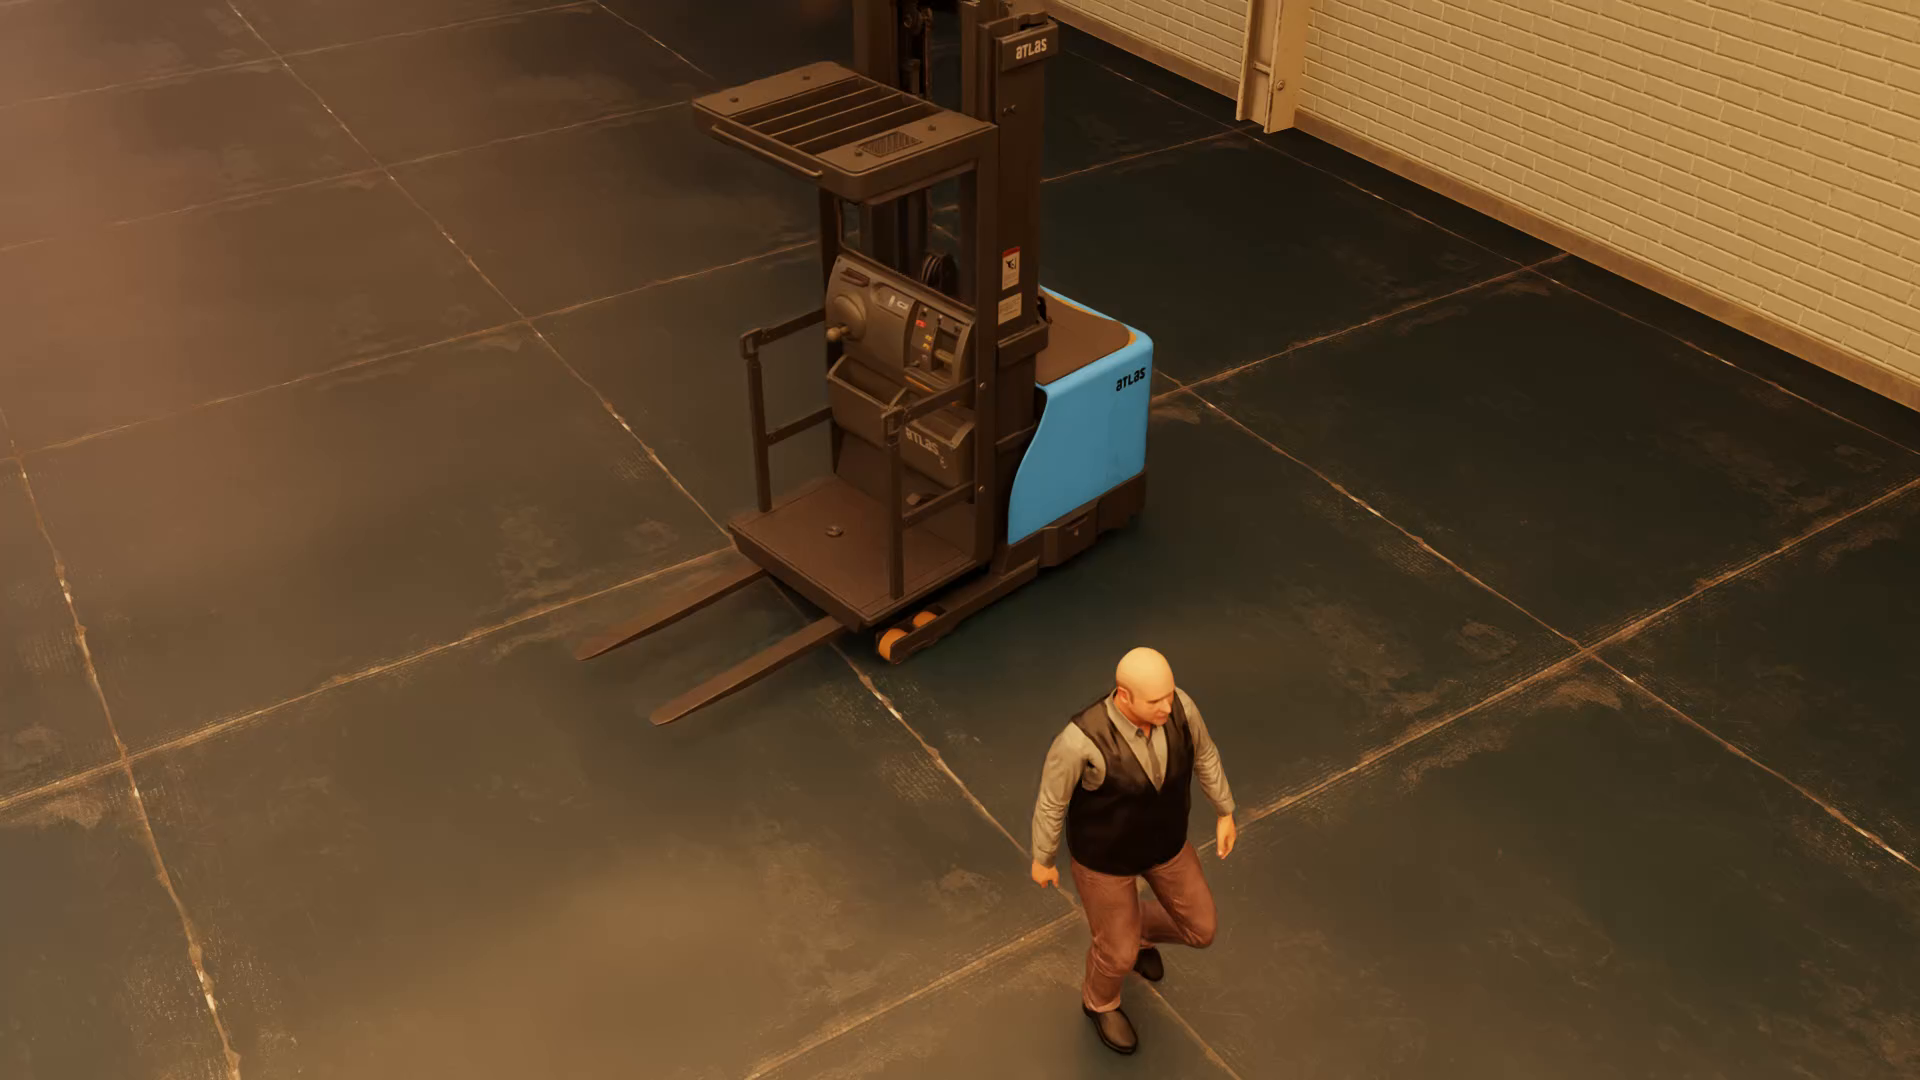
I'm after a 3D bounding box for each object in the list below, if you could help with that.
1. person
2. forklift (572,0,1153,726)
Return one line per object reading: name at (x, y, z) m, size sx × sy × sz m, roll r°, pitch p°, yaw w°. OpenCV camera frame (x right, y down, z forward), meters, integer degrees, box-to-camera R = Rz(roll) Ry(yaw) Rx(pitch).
person at (0.605, 1.057, 5.713) m, size 0.699 × 1.702 × 0.473 m, roll -20°, pitch 40°, yaw -26°
forklift at (-0.439, -0.953, 7.504) m, size 3.031 × 2.935 × 1.130 m, roll -28°, pitch 44°, yaw -34°
